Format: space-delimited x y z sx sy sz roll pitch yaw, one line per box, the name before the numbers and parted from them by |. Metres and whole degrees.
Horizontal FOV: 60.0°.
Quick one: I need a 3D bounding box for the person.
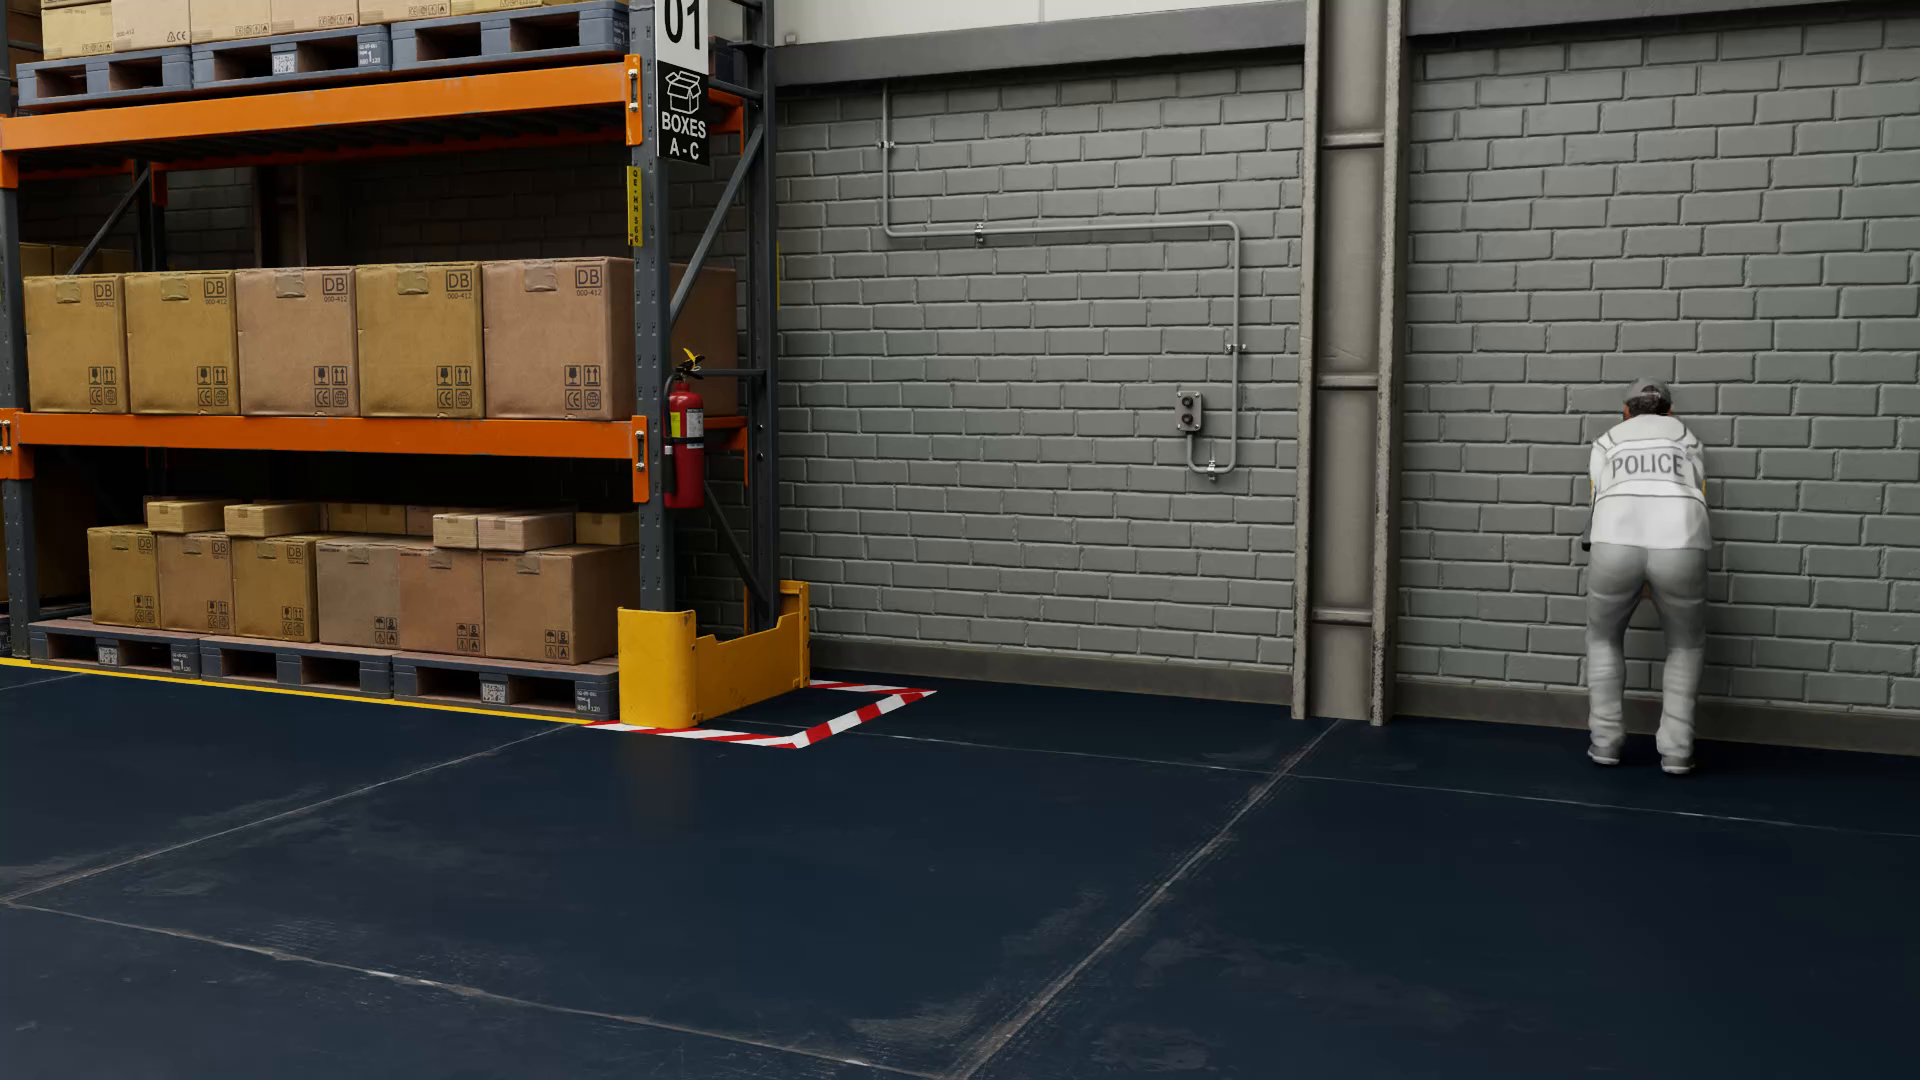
person | 2.660 0.122 6.456 0.457 1.494 0.773 2 6 22
